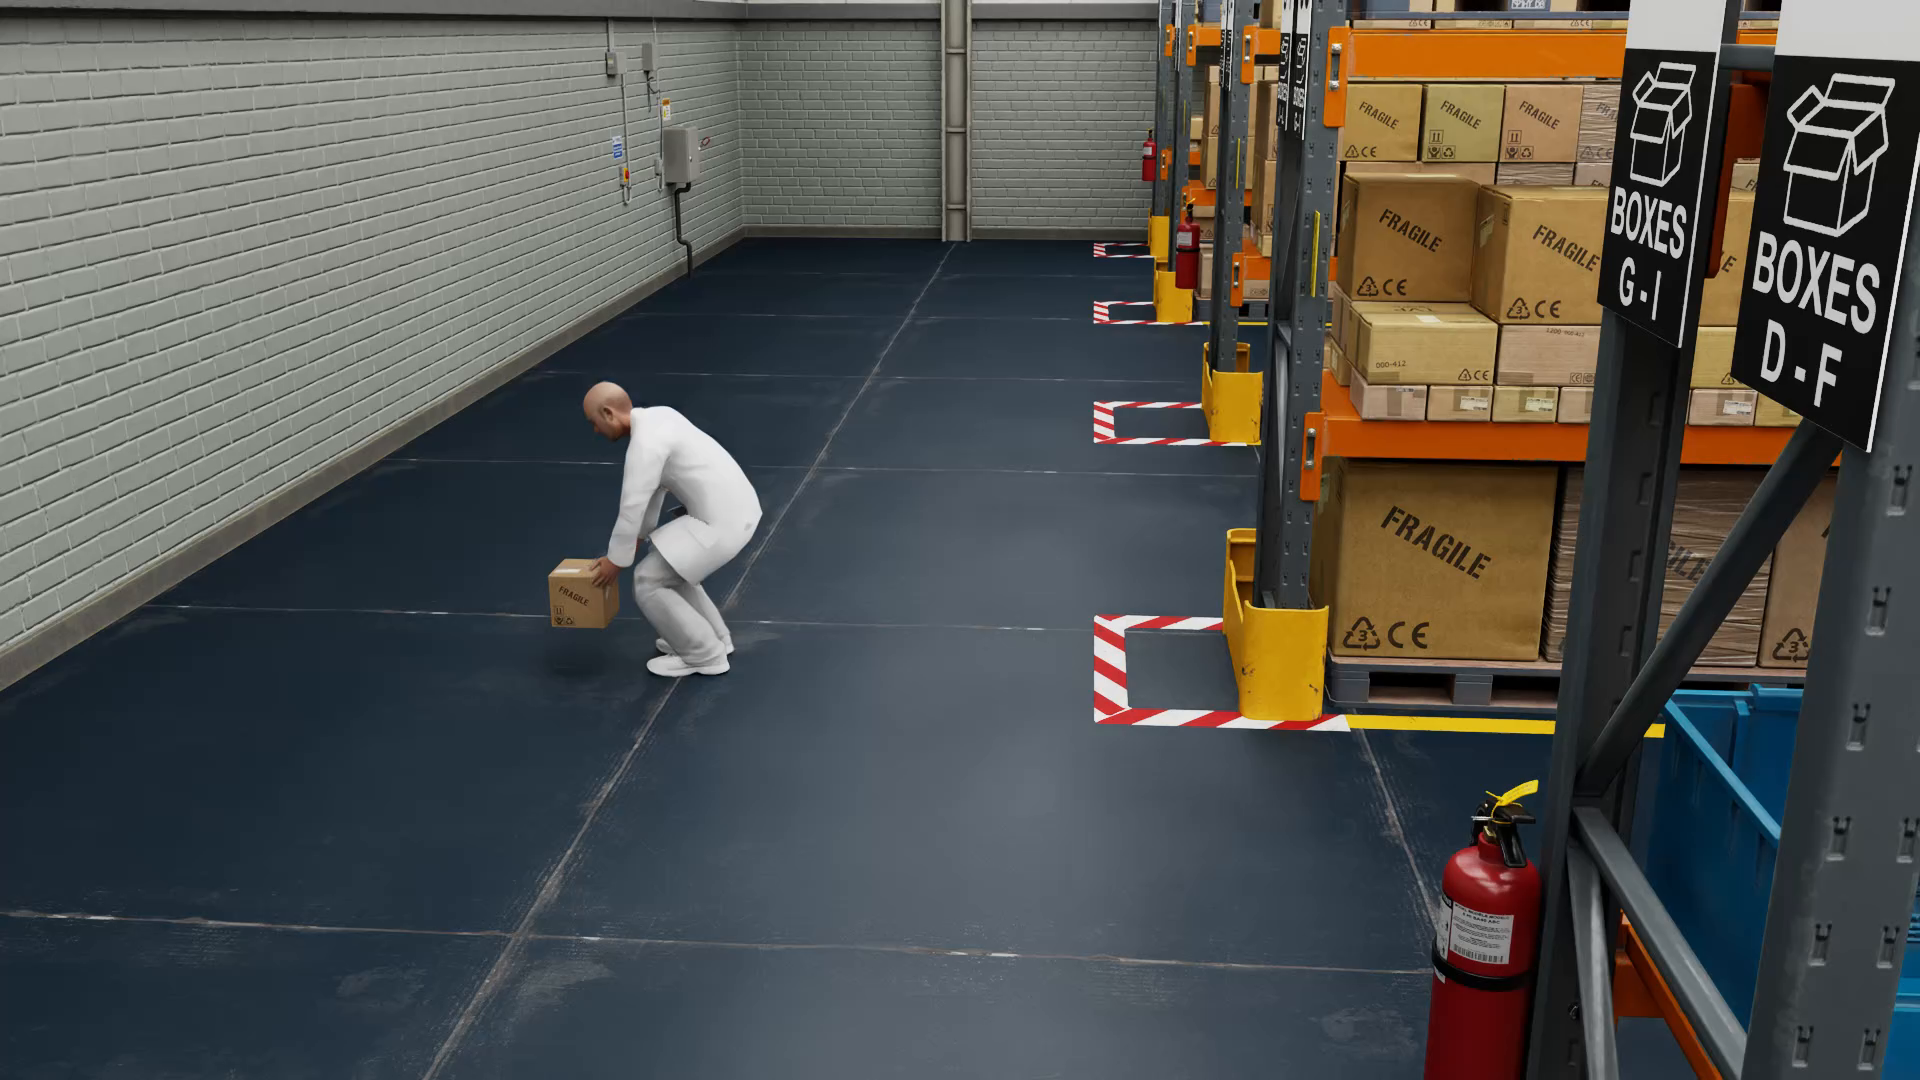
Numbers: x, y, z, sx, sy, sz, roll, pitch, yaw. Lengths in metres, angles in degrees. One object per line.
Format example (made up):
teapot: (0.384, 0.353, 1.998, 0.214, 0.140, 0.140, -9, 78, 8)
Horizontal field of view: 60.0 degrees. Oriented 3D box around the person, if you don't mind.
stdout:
person: (-1.284, -0.058, 7.510, 0.764, 1.335, 0.631, 1, 17, 4)
